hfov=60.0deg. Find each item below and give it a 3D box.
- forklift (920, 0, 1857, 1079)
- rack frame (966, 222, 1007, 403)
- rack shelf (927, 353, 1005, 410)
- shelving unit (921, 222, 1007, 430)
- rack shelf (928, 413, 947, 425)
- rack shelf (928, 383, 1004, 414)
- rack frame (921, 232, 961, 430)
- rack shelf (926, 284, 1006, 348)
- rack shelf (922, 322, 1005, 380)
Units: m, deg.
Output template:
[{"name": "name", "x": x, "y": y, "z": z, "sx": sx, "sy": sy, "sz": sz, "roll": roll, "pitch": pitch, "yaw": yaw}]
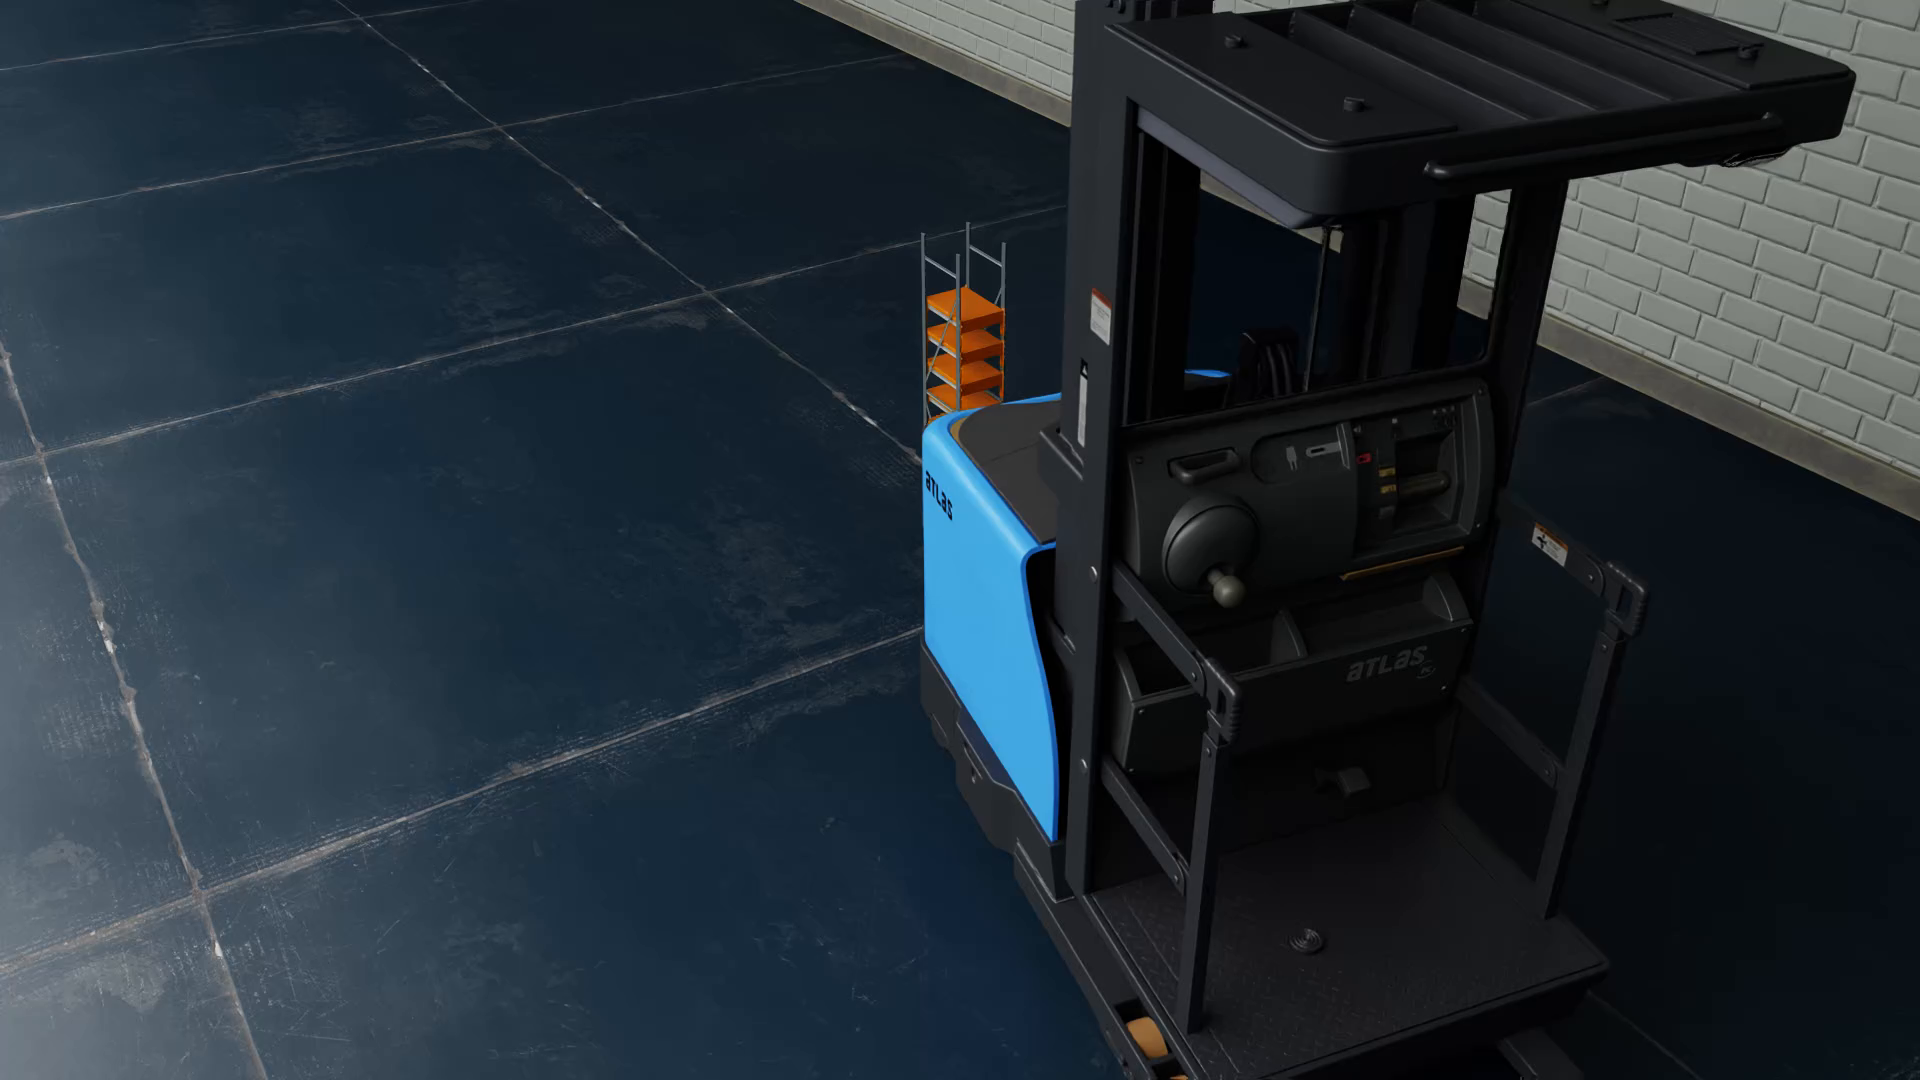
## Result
[{"name": "forklift", "x": 0.884, "y": -0.051, "z": 3.583, "sx": 1.130, "sy": 2.935, "sz": 3.031, "roll": -12, "pitch": 34, "yaw": -18}, {"name": "rack frame", "x": 0.089, "y": -0.538, "z": 5.978, "sx": 0.006, "sy": 1.200, "sz": 0.240, "roll": -19, "pitch": 37, "yaw": -27}, {"name": "rack shelf", "x": 0.012, "y": -0.576, "z": 5.896, "sx": 0.180, "sy": 0.103, "sz": 0.258, "roll": -19, "pitch": 37, "yaw": -27}, {"name": "shelving unit", "x": 0.012, "y": -0.512, "z": 5.937, "sx": 0.189, "sy": 1.200, "sz": 0.258, "roll": -19, "pitch": 37, "yaw": -27}, {"name": "rack shelf", "x": 0.012, "y": -0.373, "z": 6.024, "sx": 0.180, "sy": 0.103, "sz": 0.258, "roll": -19, "pitch": 37, "yaw": -27}, {"name": "rack shelf", "x": 0.012, "y": -0.474, "z": 5.960, "sx": 0.180, "sy": 0.103, "sz": 0.258, "roll": -19, "pitch": 37, "yaw": -27}, {"name": "rack frame", "x": -0.065, "y": -0.485, "z": 5.895, "sx": 0.006, "sy": 1.200, "sz": 0.240, "roll": -19, "pitch": 37, "yaw": -27}, {"name": "rack shelf", "x": 0.012, "y": -0.779, "z": 5.768, "sx": 0.180, "sy": 0.103, "sz": 0.258, "roll": -19, "pitch": 37, "yaw": -27}, {"name": "rack shelf", "x": 0.012, "y": -0.677, "z": 5.832, "sx": 0.180, "sy": 0.103, "sz": 0.258, "roll": -19, "pitch": 37, "yaw": -27}]
